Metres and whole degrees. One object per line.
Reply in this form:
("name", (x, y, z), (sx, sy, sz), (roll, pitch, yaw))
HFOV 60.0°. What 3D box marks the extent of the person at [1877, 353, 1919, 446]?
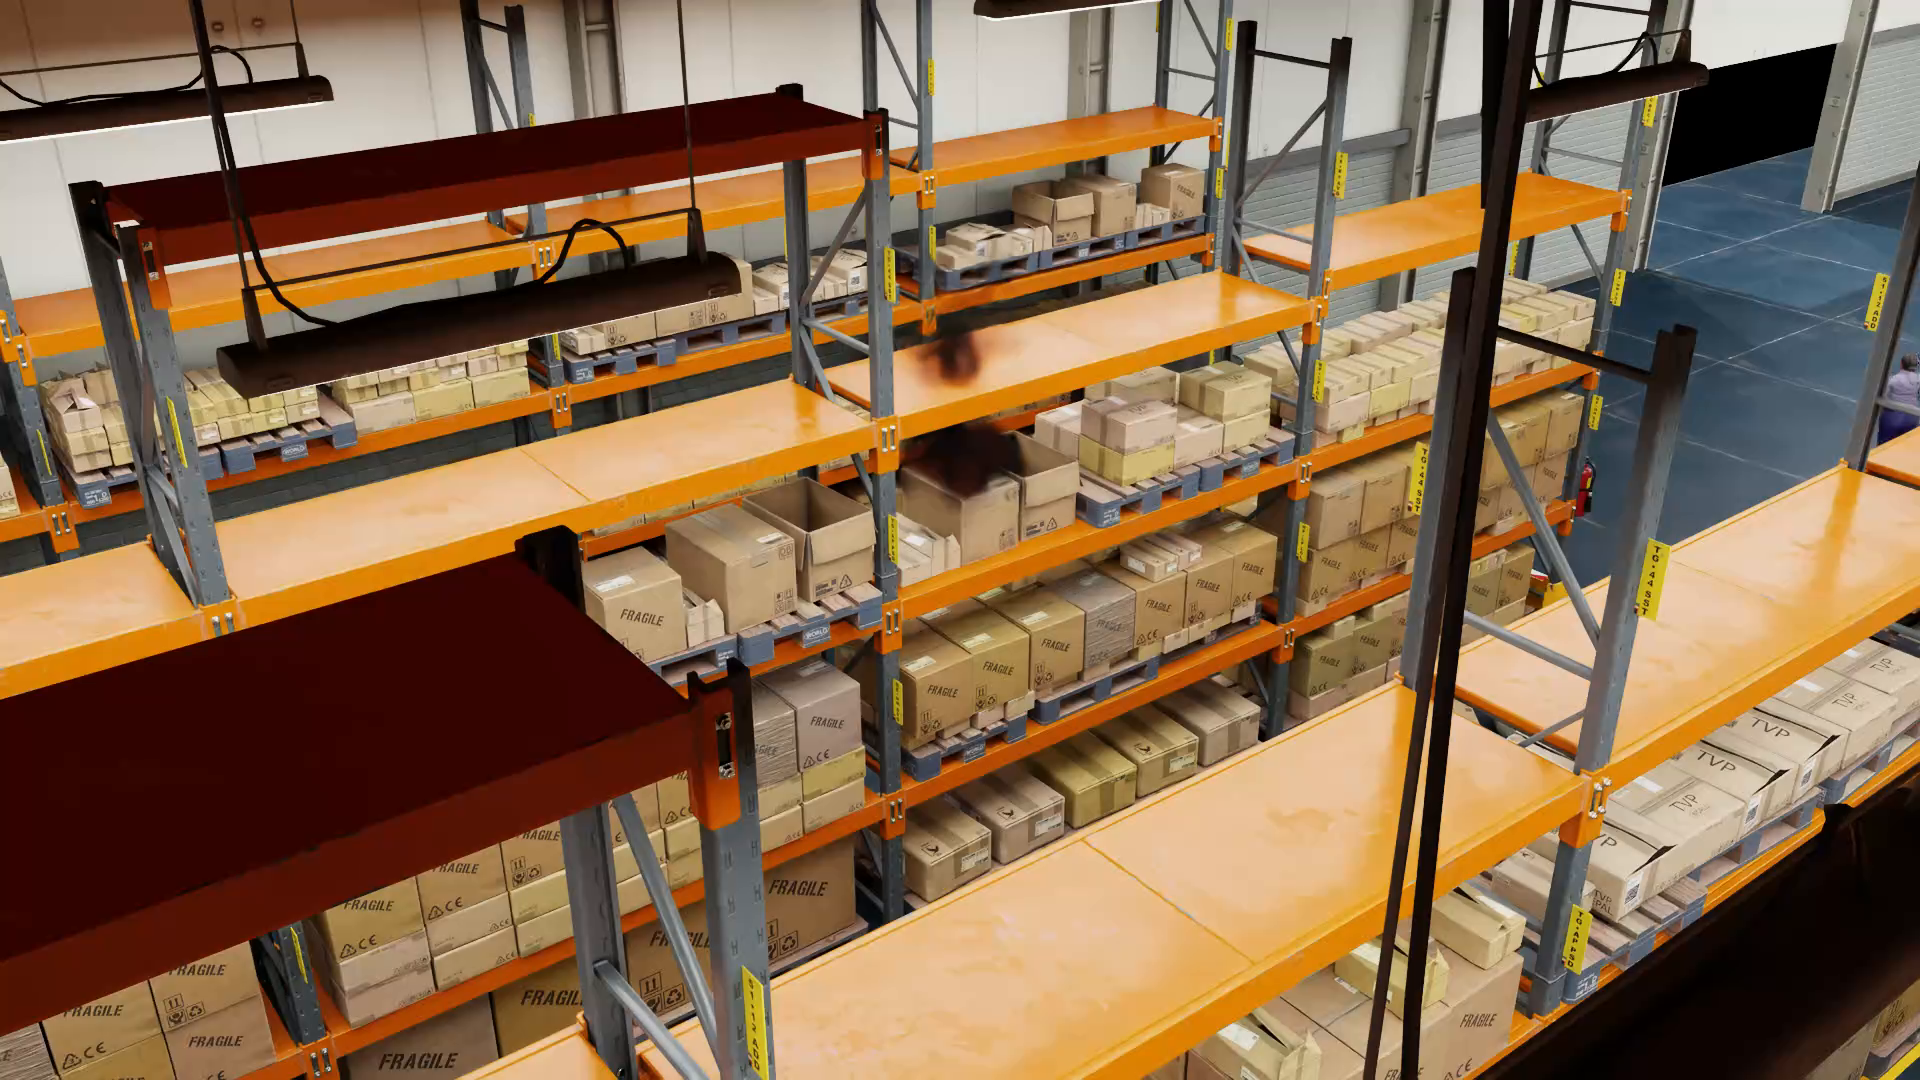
("person", (10.734, -1.381, 19.077), (0.563, 1.614, 0.721), (0, 26, 0))
